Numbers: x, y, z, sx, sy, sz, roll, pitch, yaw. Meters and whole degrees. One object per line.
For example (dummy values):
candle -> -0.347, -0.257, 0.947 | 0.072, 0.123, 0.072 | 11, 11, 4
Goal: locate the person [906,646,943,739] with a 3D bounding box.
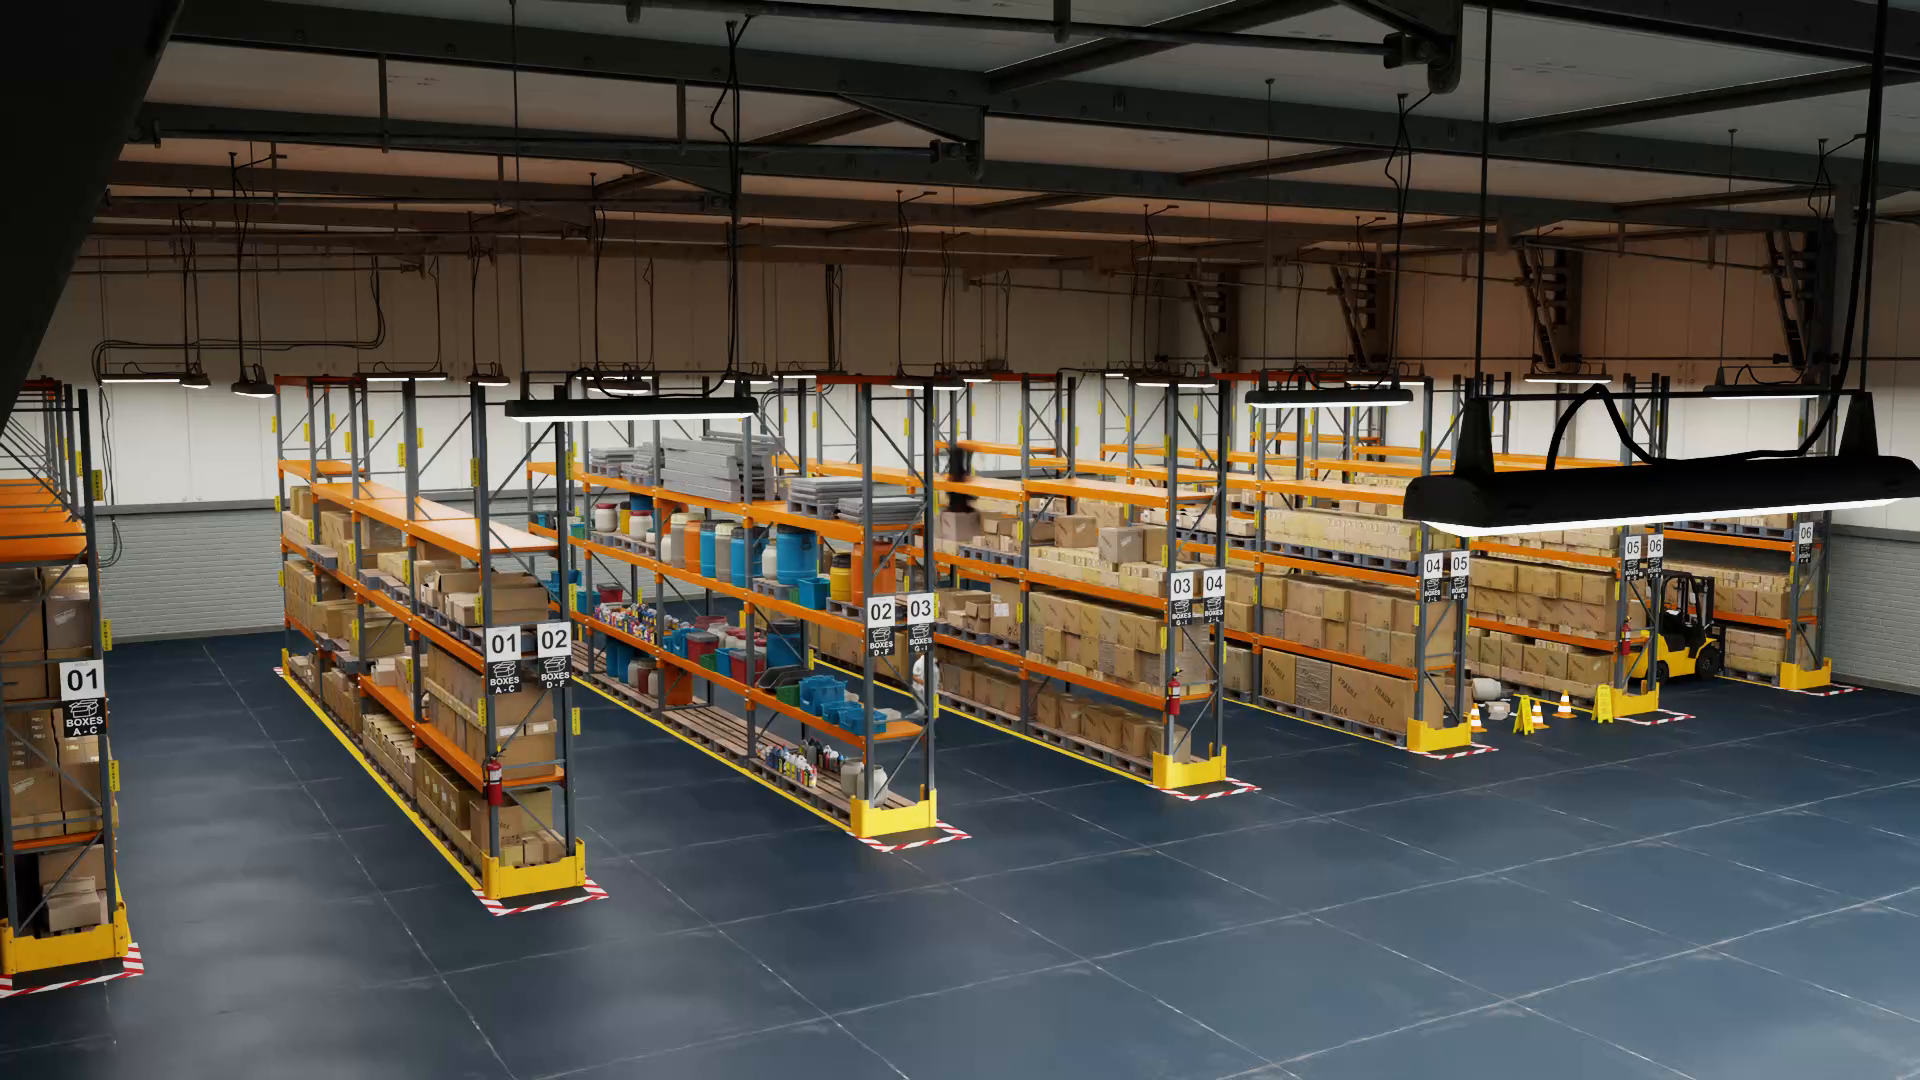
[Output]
person -> -0.608, 2.507, 27.787 | 0.604, 1.615, 0.716 | -6, 9, -43

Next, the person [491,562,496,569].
person -> -10.801, 1.317, 38.106 | 0.858, 1.674, 0.567 | -2, 7, -18

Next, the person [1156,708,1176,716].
person -> 3.800, 2.302, 29.500 | 0.669, 1.545, 1.134 | -2, 7, -21
